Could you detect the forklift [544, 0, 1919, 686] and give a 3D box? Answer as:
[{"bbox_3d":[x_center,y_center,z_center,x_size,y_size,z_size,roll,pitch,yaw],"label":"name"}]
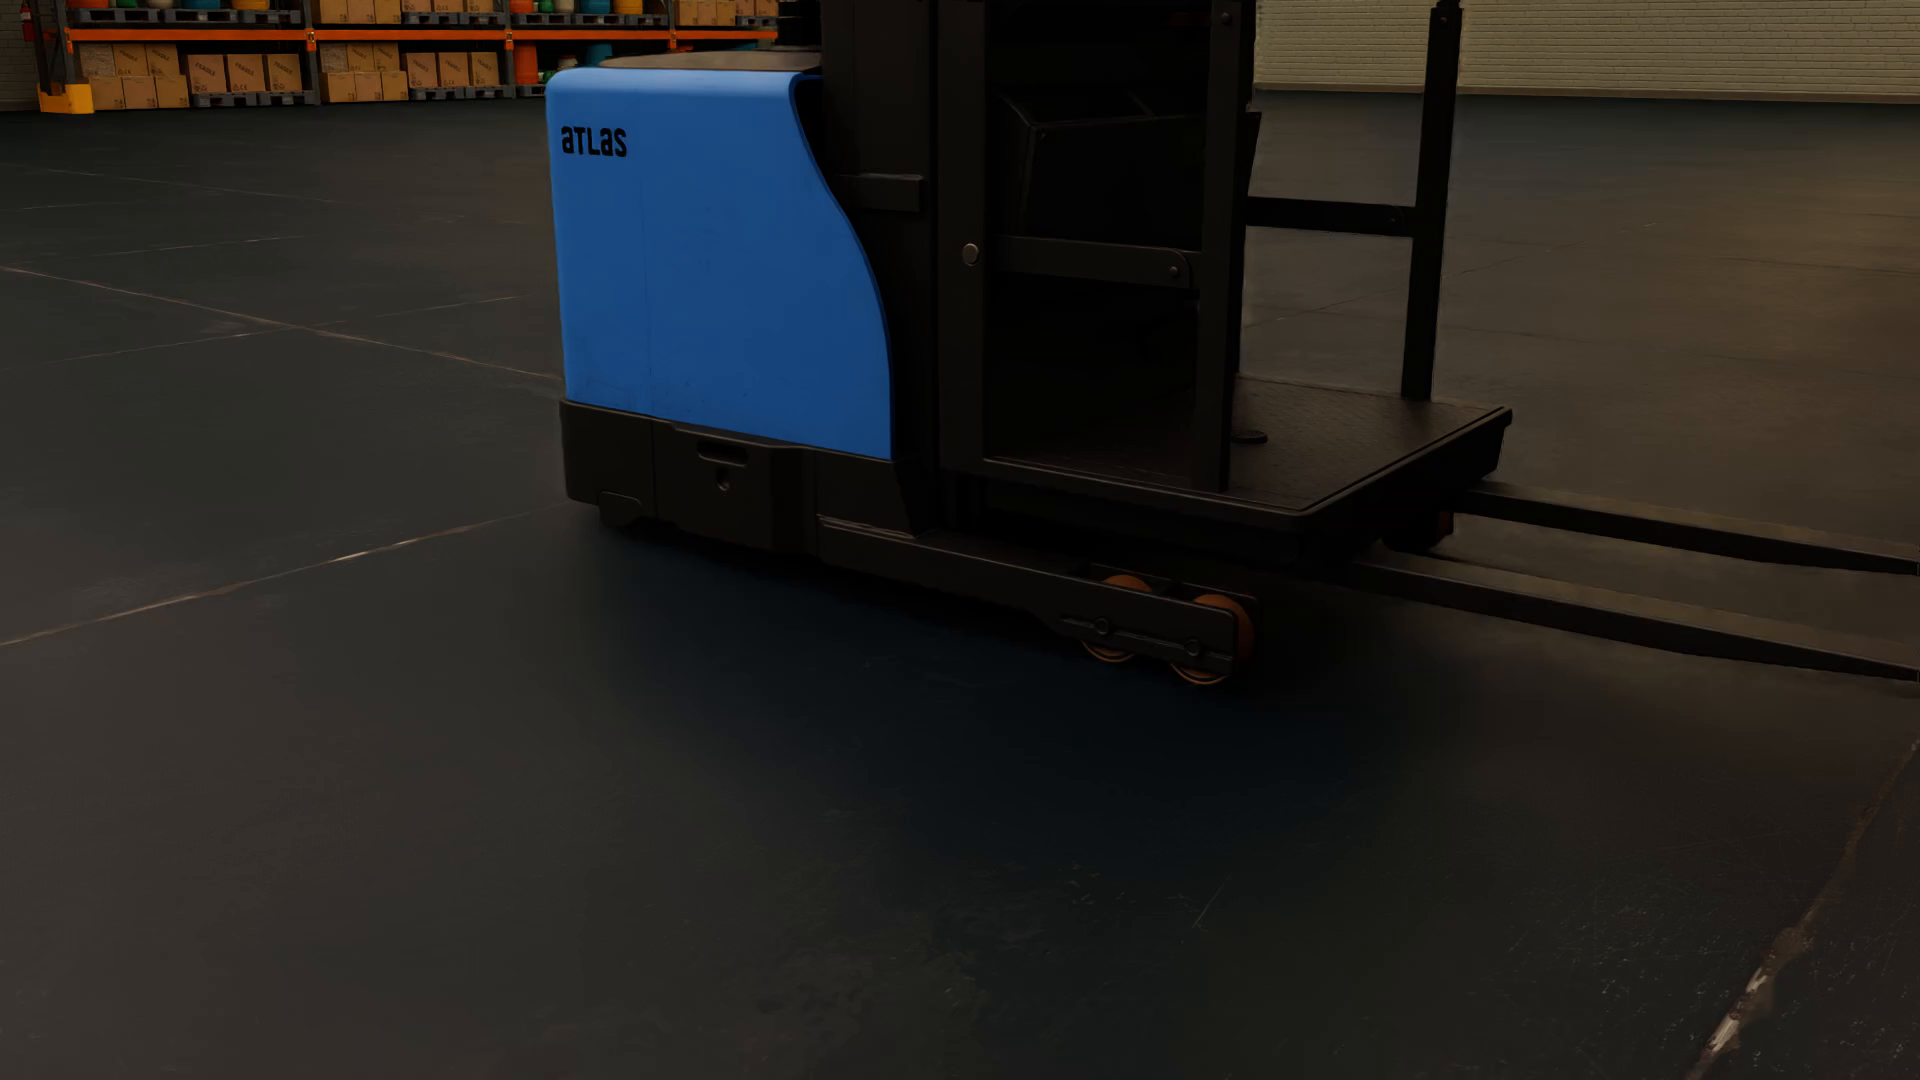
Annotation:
[{"bbox_3d":[0.526,-1.309,3.210,3.031,2.935,1.130,12,21,34],"label":"forklift"}]
